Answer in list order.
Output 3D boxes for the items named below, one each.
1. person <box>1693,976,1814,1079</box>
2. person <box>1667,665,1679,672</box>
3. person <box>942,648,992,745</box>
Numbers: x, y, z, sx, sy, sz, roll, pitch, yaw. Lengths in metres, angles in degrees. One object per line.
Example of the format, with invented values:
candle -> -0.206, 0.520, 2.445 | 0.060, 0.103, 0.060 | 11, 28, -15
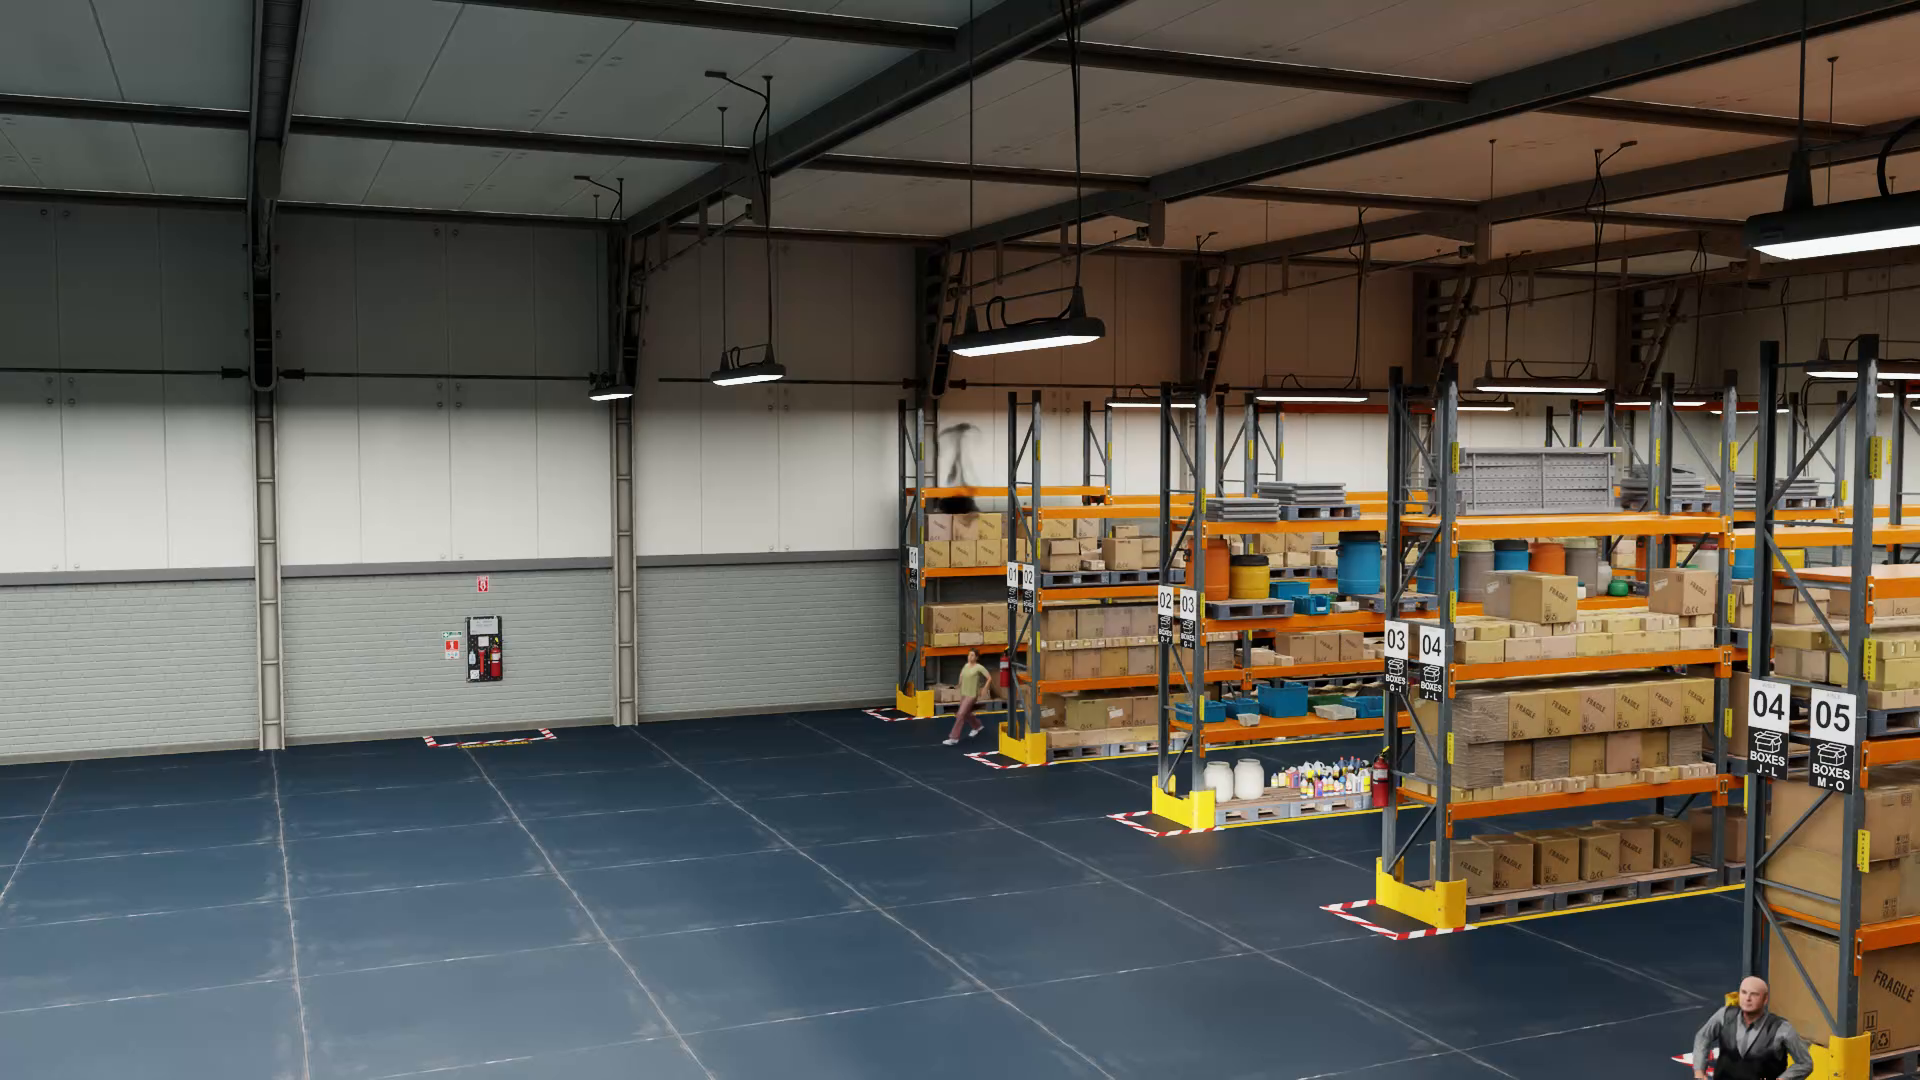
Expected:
person -> 5.168, 3.706, 10.985 | 0.842, 1.714, 0.625 | 3, 4, 37
person -> 12.430, 2.568, 29.246 | 0.892, 1.700, 0.643 | -2, 4, -29
person -> 0.171, 2.662, 28.437 | 0.950, 1.640, 0.640 | -3, 4, -40
